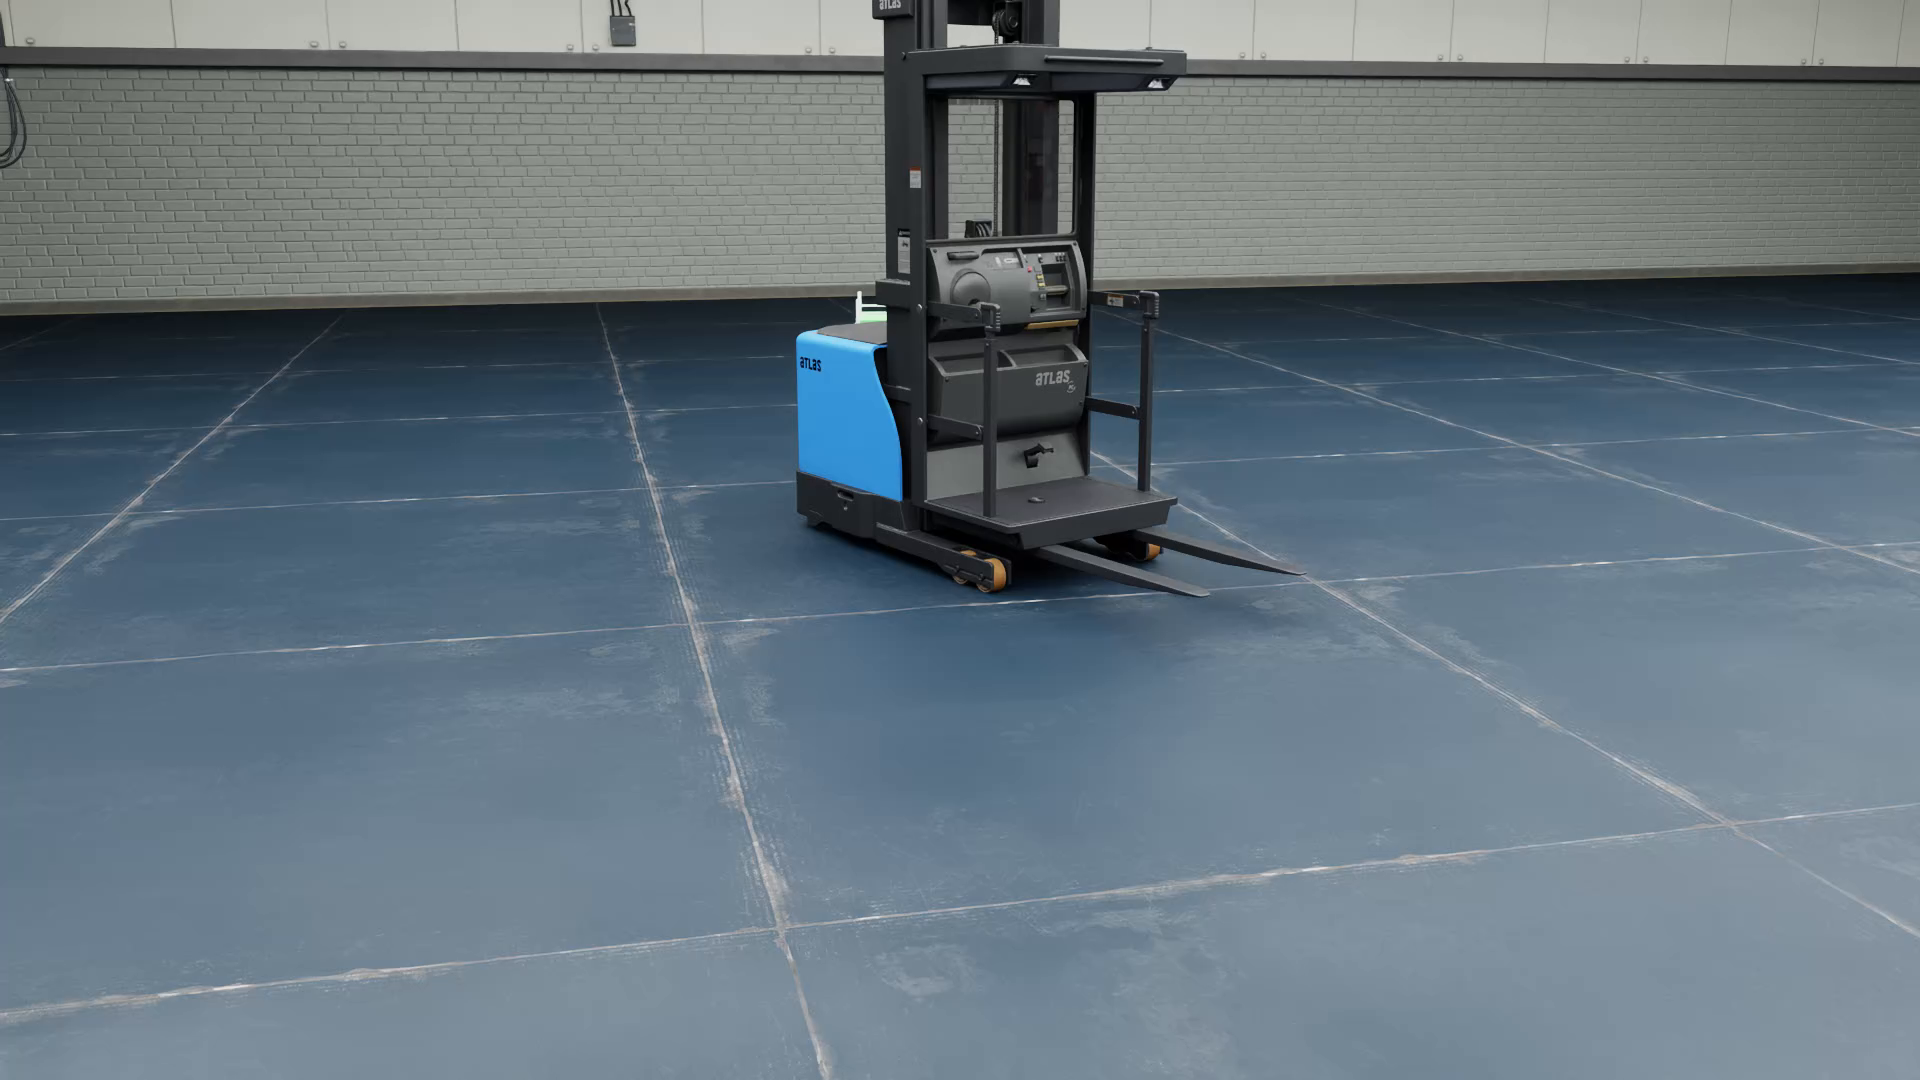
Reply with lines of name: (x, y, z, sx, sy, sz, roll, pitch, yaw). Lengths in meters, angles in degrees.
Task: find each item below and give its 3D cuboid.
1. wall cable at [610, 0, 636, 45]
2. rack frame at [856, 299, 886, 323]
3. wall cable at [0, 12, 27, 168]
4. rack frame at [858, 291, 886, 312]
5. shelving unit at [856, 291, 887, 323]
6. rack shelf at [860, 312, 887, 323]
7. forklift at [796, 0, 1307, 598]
wall cable: (-3.245, -9.178, 20.367, 2.305, 6.003, 0.169, -3, 14, -13)
rack frame: (-0.474, -0.791, 9.638, 0.240, 1.200, 0.015, -1, 14, -2)
wall cable: (-12.477, -5.492, 18.988, 3.097, 2.526, 0.112, -3, 14, -13)
rack frame: (-0.493, -0.907, 10.112, 0.240, 1.200, 0.015, -1, 14, -2)
shelving unit: (-0.483, -0.849, 9.875, 0.258, 1.200, 0.503, -1, 14, -2)
rack shelf: (-0.483, -1.253, 9.776, 0.258, 0.148, 0.480, -1, 14, -2)
forklift: (0.376, -1.304, 8.089, 1.130, 2.935, 3.031, -10, 17, -36)
